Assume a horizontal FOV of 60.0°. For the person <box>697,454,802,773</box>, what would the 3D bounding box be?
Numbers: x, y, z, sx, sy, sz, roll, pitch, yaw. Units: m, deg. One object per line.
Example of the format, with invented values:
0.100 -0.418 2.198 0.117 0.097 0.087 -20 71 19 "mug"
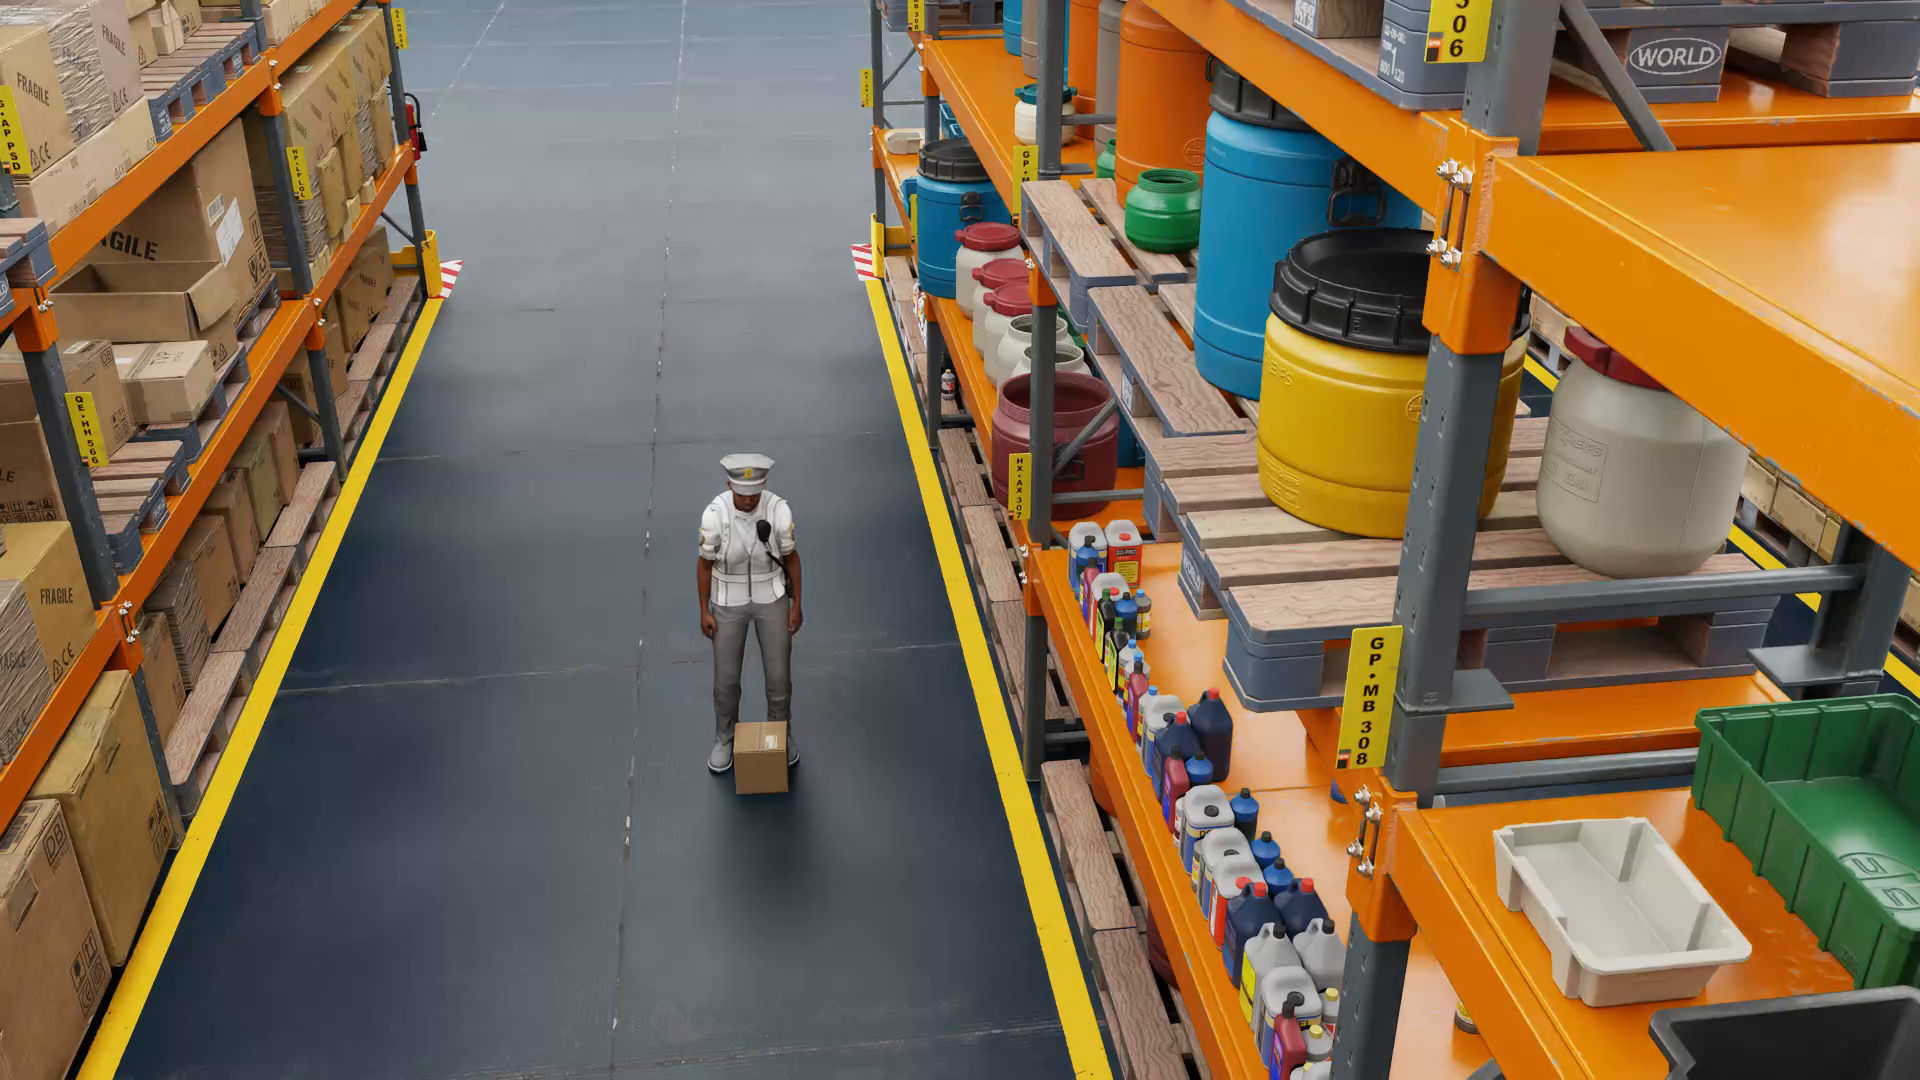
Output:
-1.009 0.330 7.983 0.509 1.657 0.397 -4 28 -7 "person"
